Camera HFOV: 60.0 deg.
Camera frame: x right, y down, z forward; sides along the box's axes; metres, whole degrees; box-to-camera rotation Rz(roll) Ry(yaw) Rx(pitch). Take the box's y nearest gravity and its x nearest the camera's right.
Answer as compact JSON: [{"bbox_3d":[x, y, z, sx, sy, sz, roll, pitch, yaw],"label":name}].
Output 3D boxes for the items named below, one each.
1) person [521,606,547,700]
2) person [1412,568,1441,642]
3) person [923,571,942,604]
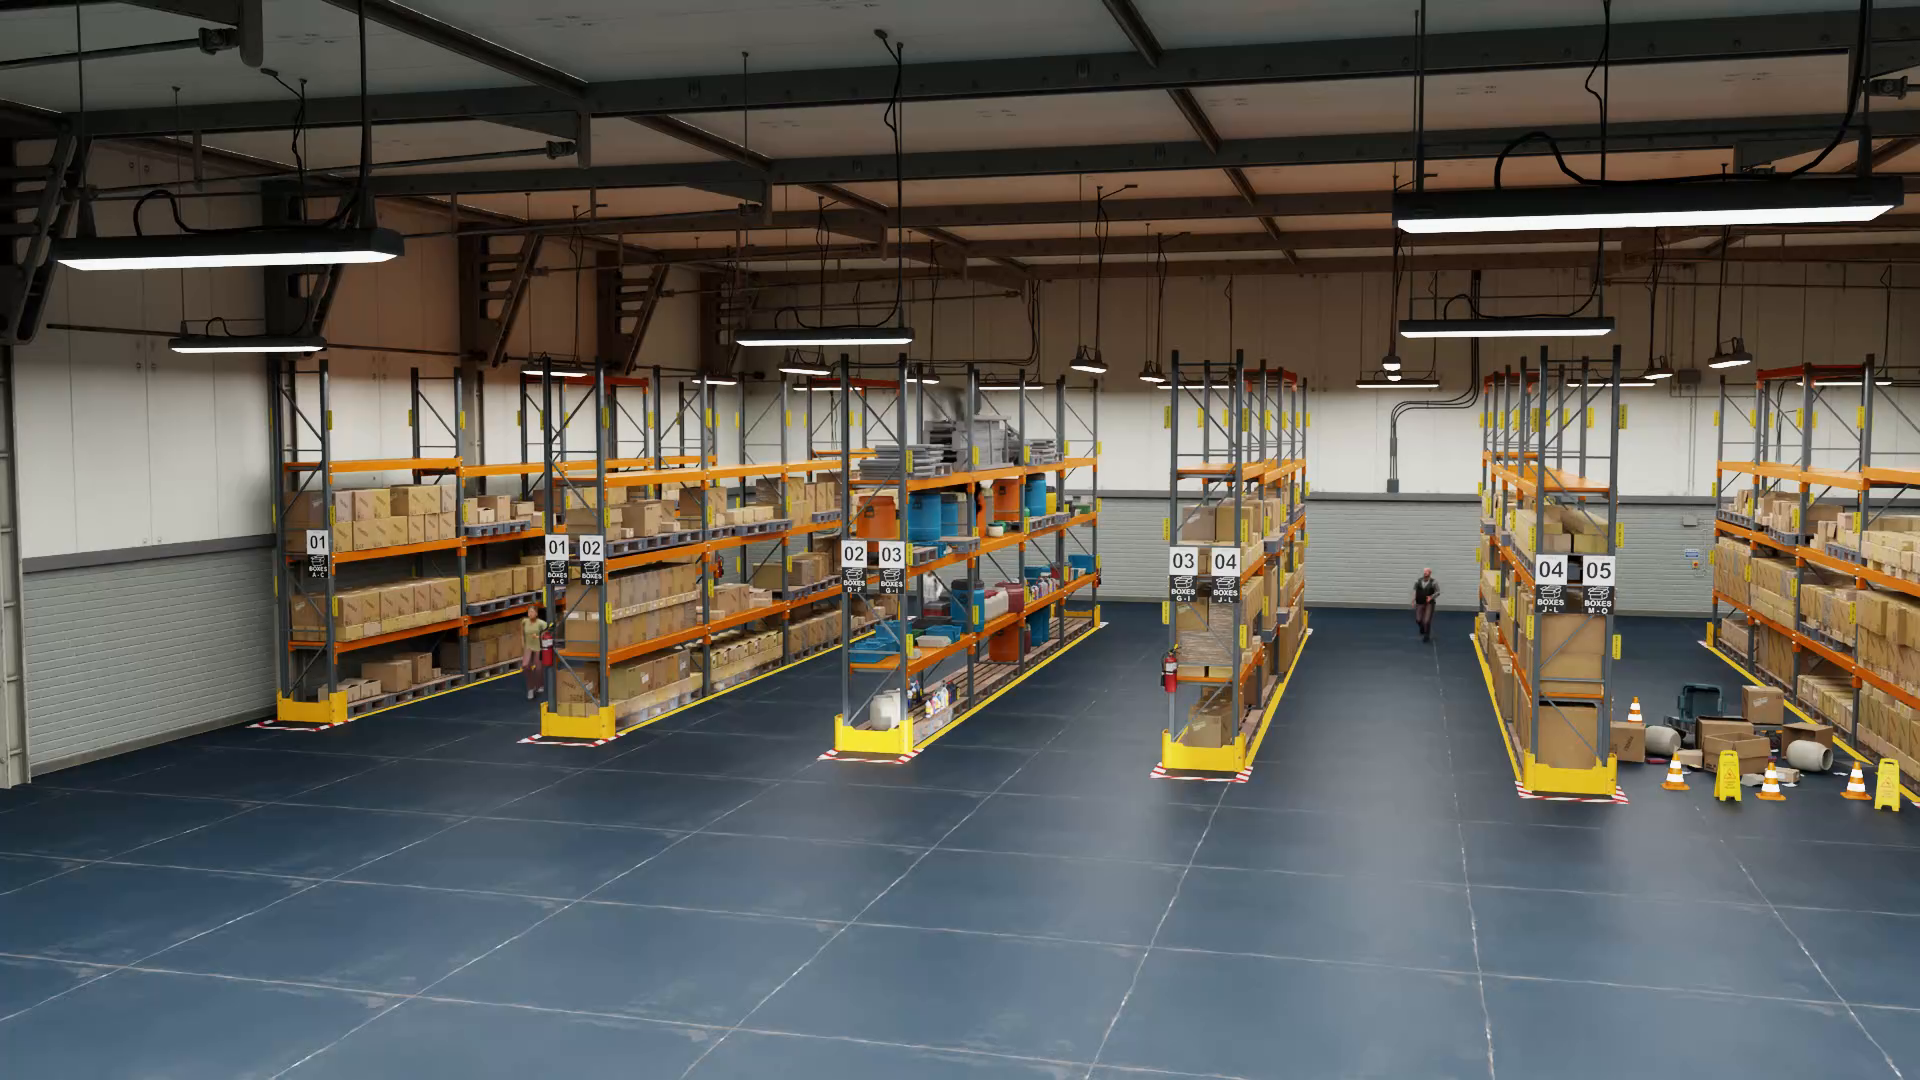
[{"bbox_3d":[-7.679,2.013,30.072,0.600,1.690,0.815,0,4,5],"label":"person"},{"bbox_3d":[10.533,1.464,37.654,0.657,1.681,0.578,2,5,29],"label":"person"},{"bbox_3d":[-0.724,1.378,38.935,0.603,1.667,0.543,0,4,4],"label":"person"}]
